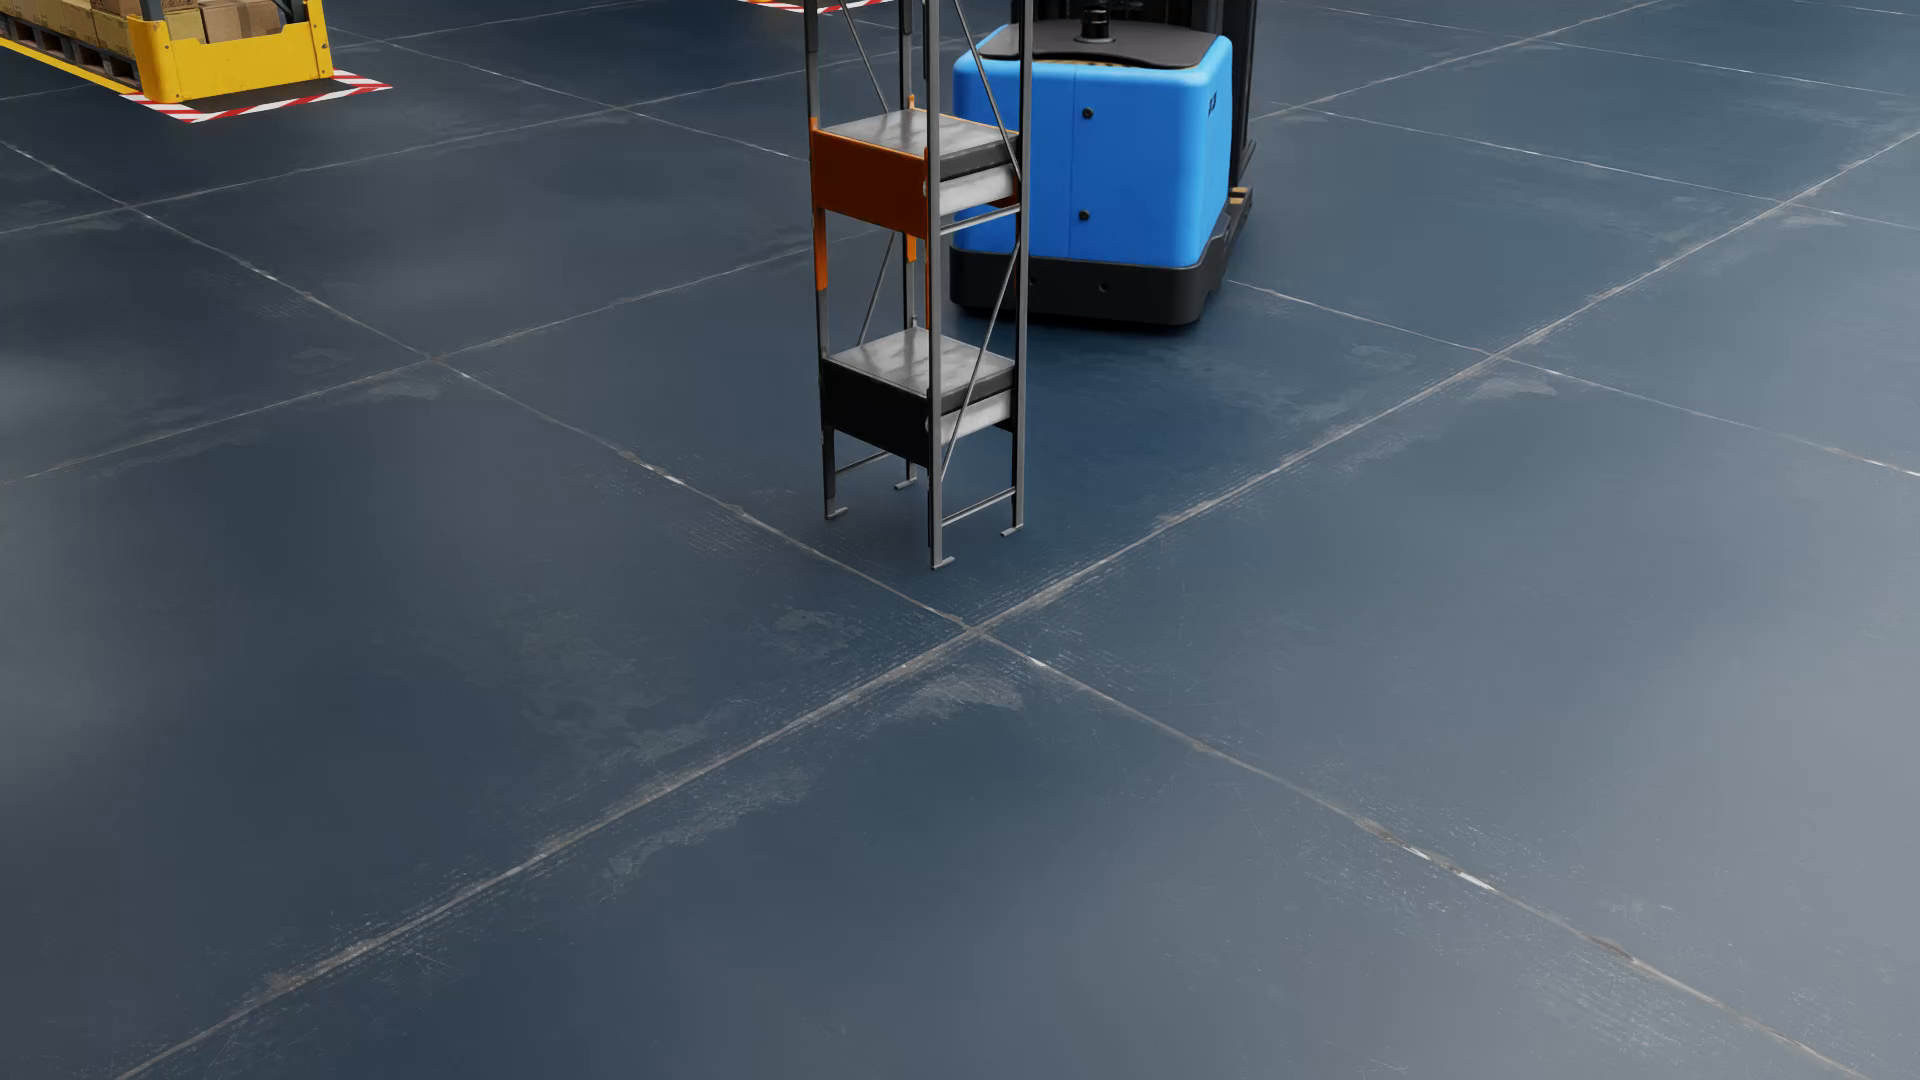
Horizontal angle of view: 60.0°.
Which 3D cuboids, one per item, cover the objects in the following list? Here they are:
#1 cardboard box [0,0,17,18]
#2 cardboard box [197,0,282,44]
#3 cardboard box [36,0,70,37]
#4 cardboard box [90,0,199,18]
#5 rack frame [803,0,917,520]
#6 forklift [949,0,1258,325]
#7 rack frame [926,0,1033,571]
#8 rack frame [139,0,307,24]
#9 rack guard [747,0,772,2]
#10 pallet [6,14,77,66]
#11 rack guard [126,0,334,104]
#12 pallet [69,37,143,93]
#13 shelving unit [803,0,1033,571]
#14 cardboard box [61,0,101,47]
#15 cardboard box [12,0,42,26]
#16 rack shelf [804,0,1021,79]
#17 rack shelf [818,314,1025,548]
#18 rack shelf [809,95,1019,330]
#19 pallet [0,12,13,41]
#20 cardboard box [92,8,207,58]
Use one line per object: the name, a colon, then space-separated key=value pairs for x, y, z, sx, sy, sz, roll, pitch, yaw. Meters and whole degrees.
cardboard box: x=-6.767 y=-4.015 z=12.165 sx=0.500 sy=0.250 sz=0.500 roll=25 pitch=36 yaw=38
cardboard box: x=-4.965 y=-3.540 z=11.262 sx=0.500 sy=0.250 sz=0.500 roll=25 pitch=36 yaw=38
cardboard box: x=-6.051 y=-3.690 z=11.547 sx=0.500 sy=0.250 sz=0.500 roll=25 pitch=36 yaw=38
cardboard box: x=-5.330 y=-3.699 z=10.759 sx=0.500 sy=0.500 sz=0.500 roll=25 pitch=36 yaw=38
rack frame: x=-0.292 y=-1.063 z=5.015 sx=0.015 sy=2.100 sz=0.400 roll=25 pitch=36 yaw=38
forklift: x=0.834 y=-2.838 z=7.498 sx=1.130 sy=2.935 sz=3.031 roll=7 pitch=29 yaw=13
rack frame: x=0.056 y=-0.904 z=4.713 sx=0.015 sy=2.100 sz=0.400 roll=25 pitch=36 yaw=38
rack frame: x=-4.739 y=-4.322 z=10.247 sx=0.127 sy=3.000 sz=1.000 roll=25 pitch=36 yaw=38
rack guard: x=-1.351 y=-4.868 z=13.970 sx=0.348 sy=0.500 sz=1.175 roll=25 pitch=36 yaw=38
pallet: x=-6.179 y=-3.722 z=12.101 sx=1.213 sy=0.211 sz=1.003 roll=25 pitch=36 yaw=38
rack guard: x=-4.722 y=-3.208 z=10.814 sx=0.348 sy=0.500 sz=1.175 roll=25 pitch=36 yaw=38
pallet: x=-5.314 y=-3.324 z=11.344 sx=1.213 sy=0.211 sz=1.003 roll=25 pitch=36 yaw=38
shelving unit: x=-0.118 y=-0.983 z=4.864 sx=0.503 sy=2.100 sz=0.431 roll=25 pitch=36 yaw=38
cardboard box: x=-5.693 y=-3.527 z=11.238 sx=0.500 sy=0.250 sz=0.500 roll=25 pitch=36 yaw=38
cardboard box: x=-6.406 y=-3.853 z=11.859 sx=0.500 sy=0.250 sz=0.500 roll=25 pitch=36 yaw=38
rack shelf: x=-0.118 y=-1.591 z=4.545 sx=0.480 sy=0.518 sz=0.431 roll=25 pitch=36 yaw=38
rack shelf: x=-0.118 y=-0.352 z=5.196 sx=0.480 sy=0.518 sz=0.431 roll=25 pitch=36 yaw=38
rack shelf: x=-0.118 y=-0.971 z=4.870 sx=0.480 sy=0.518 sz=0.431 roll=25 pitch=36 yaw=38
pallet: x=-7.053 y=-4.120 z=12.858 sx=1.213 sy=0.211 sz=1.003 roll=25 pitch=36 yaw=38
cardboard box: x=-5.328 y=-3.368 z=10.935 sx=0.500 sy=0.250 sz=0.500 roll=25 pitch=36 yaw=38
